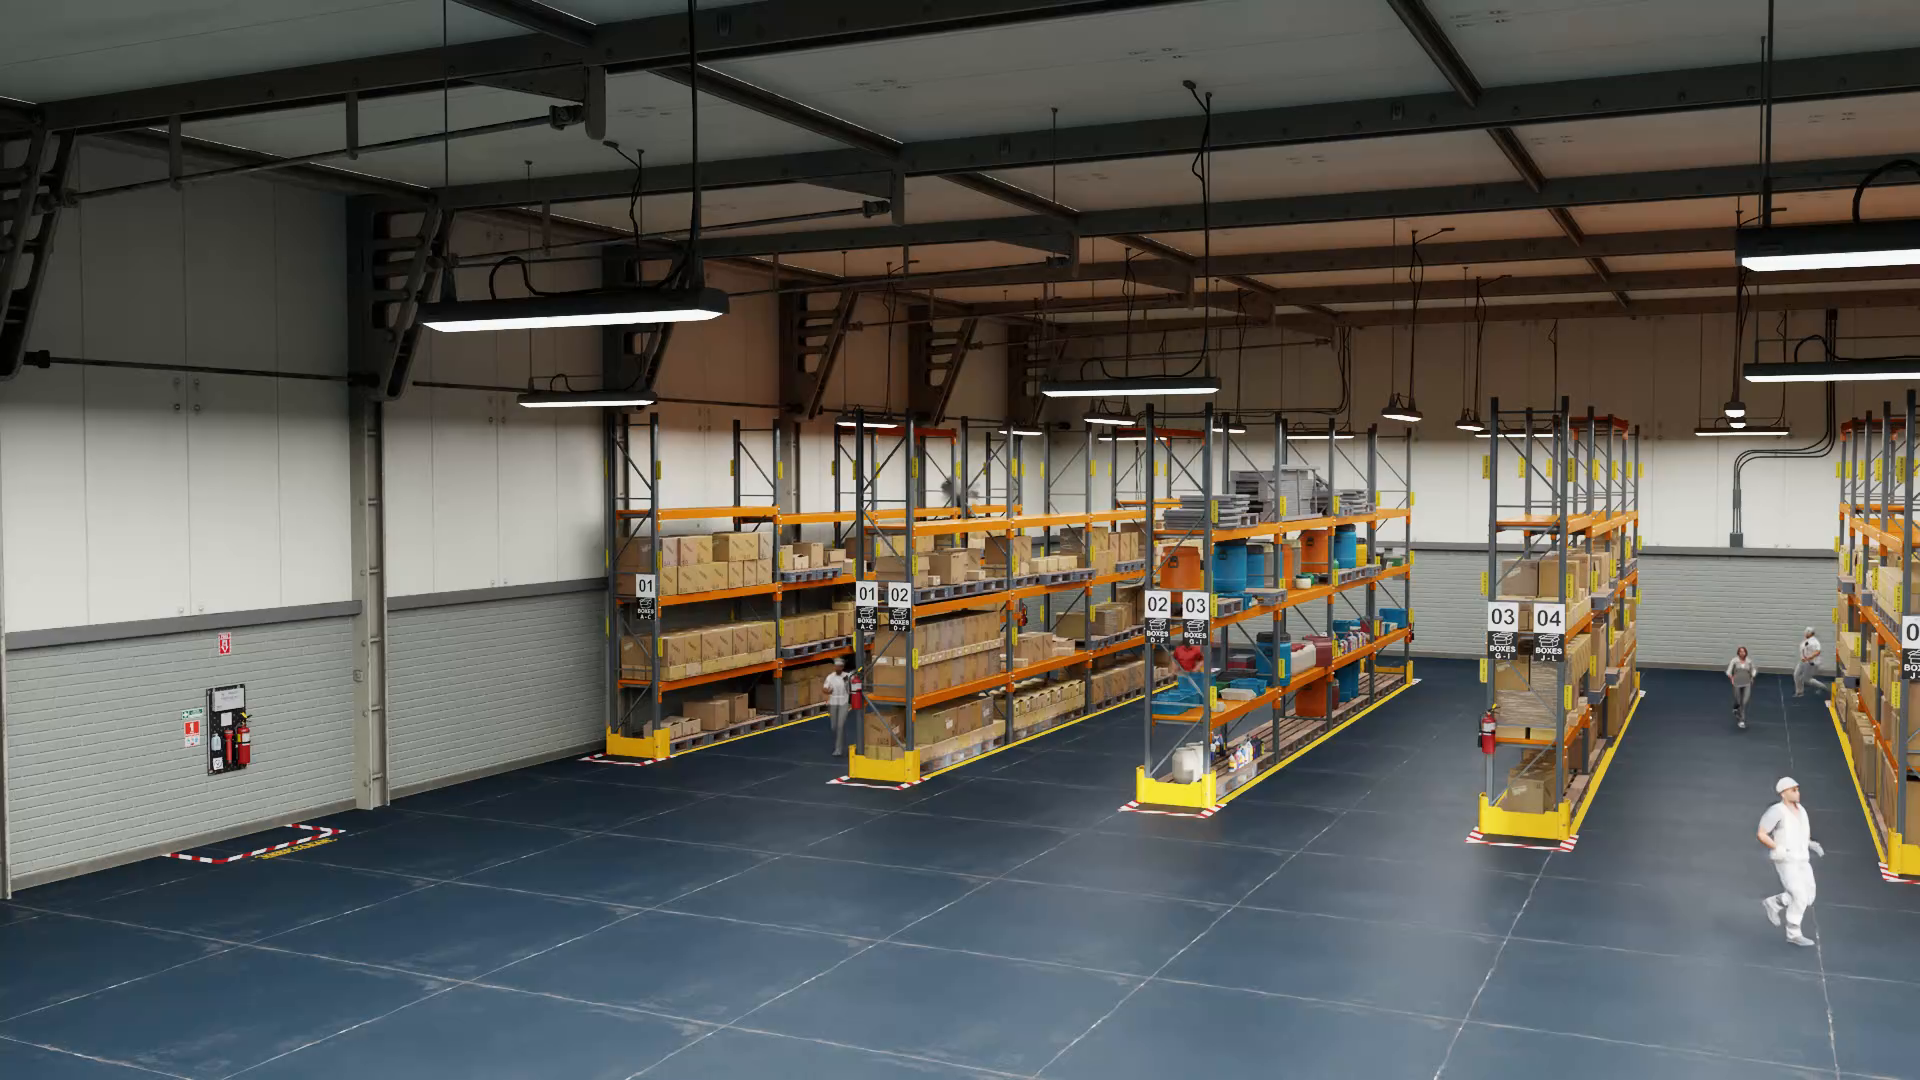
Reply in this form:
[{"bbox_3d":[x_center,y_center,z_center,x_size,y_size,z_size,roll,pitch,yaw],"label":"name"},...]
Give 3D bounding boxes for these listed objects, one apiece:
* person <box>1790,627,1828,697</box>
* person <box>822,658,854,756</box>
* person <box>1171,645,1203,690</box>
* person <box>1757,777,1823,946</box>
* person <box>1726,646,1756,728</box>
[{"bbox_3d":[18.686,2.704,36.431,0.705,1.627,0.724,0,2,6],"label":"person"},{"bbox_3d":[-2.128,2.907,29.346,0.598,1.683,0.824,0,2,7],"label":"person"},{"bbox_3d":[4.584,2.757,33.592,0.667,1.678,0.598,1,2,14],"label":"person"},{"bbox_3d":[8.771,3.387,17.646,0.658,1.741,0.687,-1,3,-25],"label":"person"},{"bbox_3d":[15.291,2.860,32.537,0.543,1.574,0.694,1,3,18],"label":"person"}]
